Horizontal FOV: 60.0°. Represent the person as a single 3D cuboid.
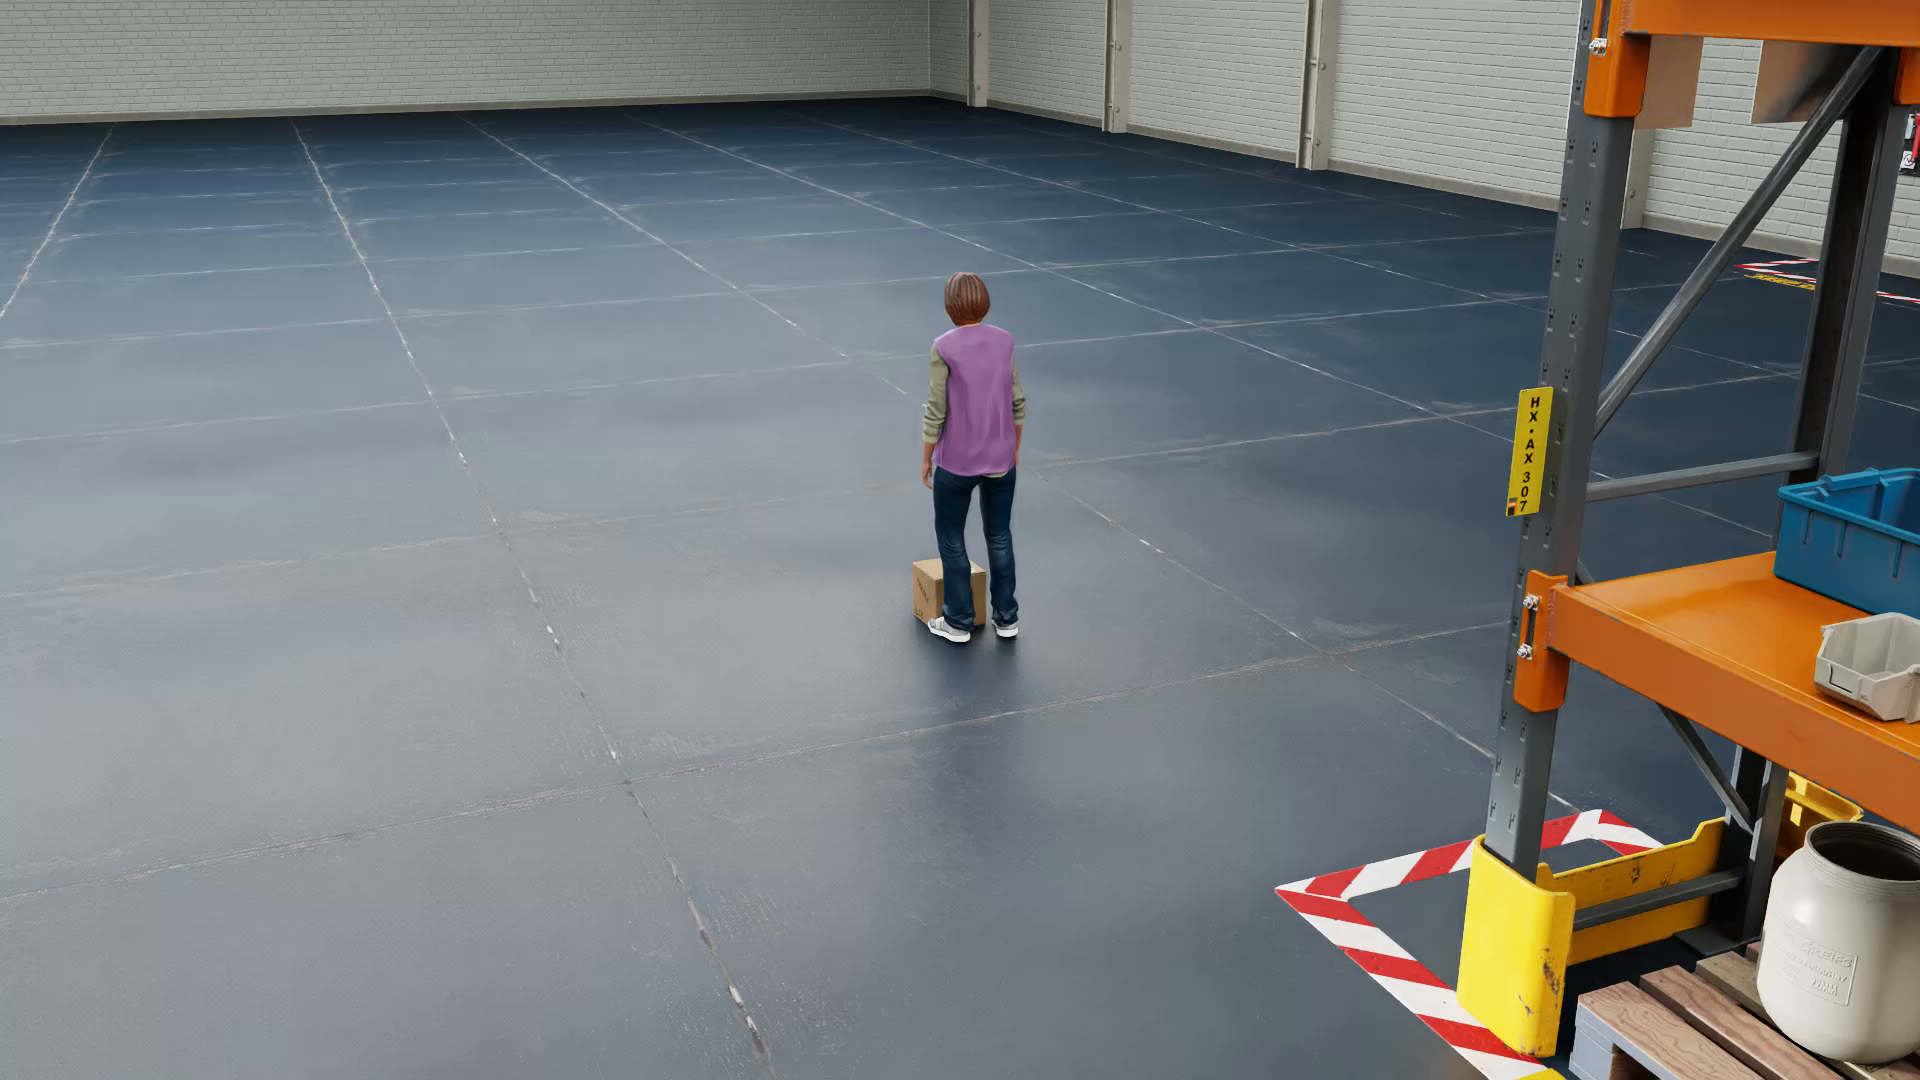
[{"bbox_3d":[0.052,-0.330,7.034,0.461,1.593,0.365,-8,21,-22],"label":"person"}]
